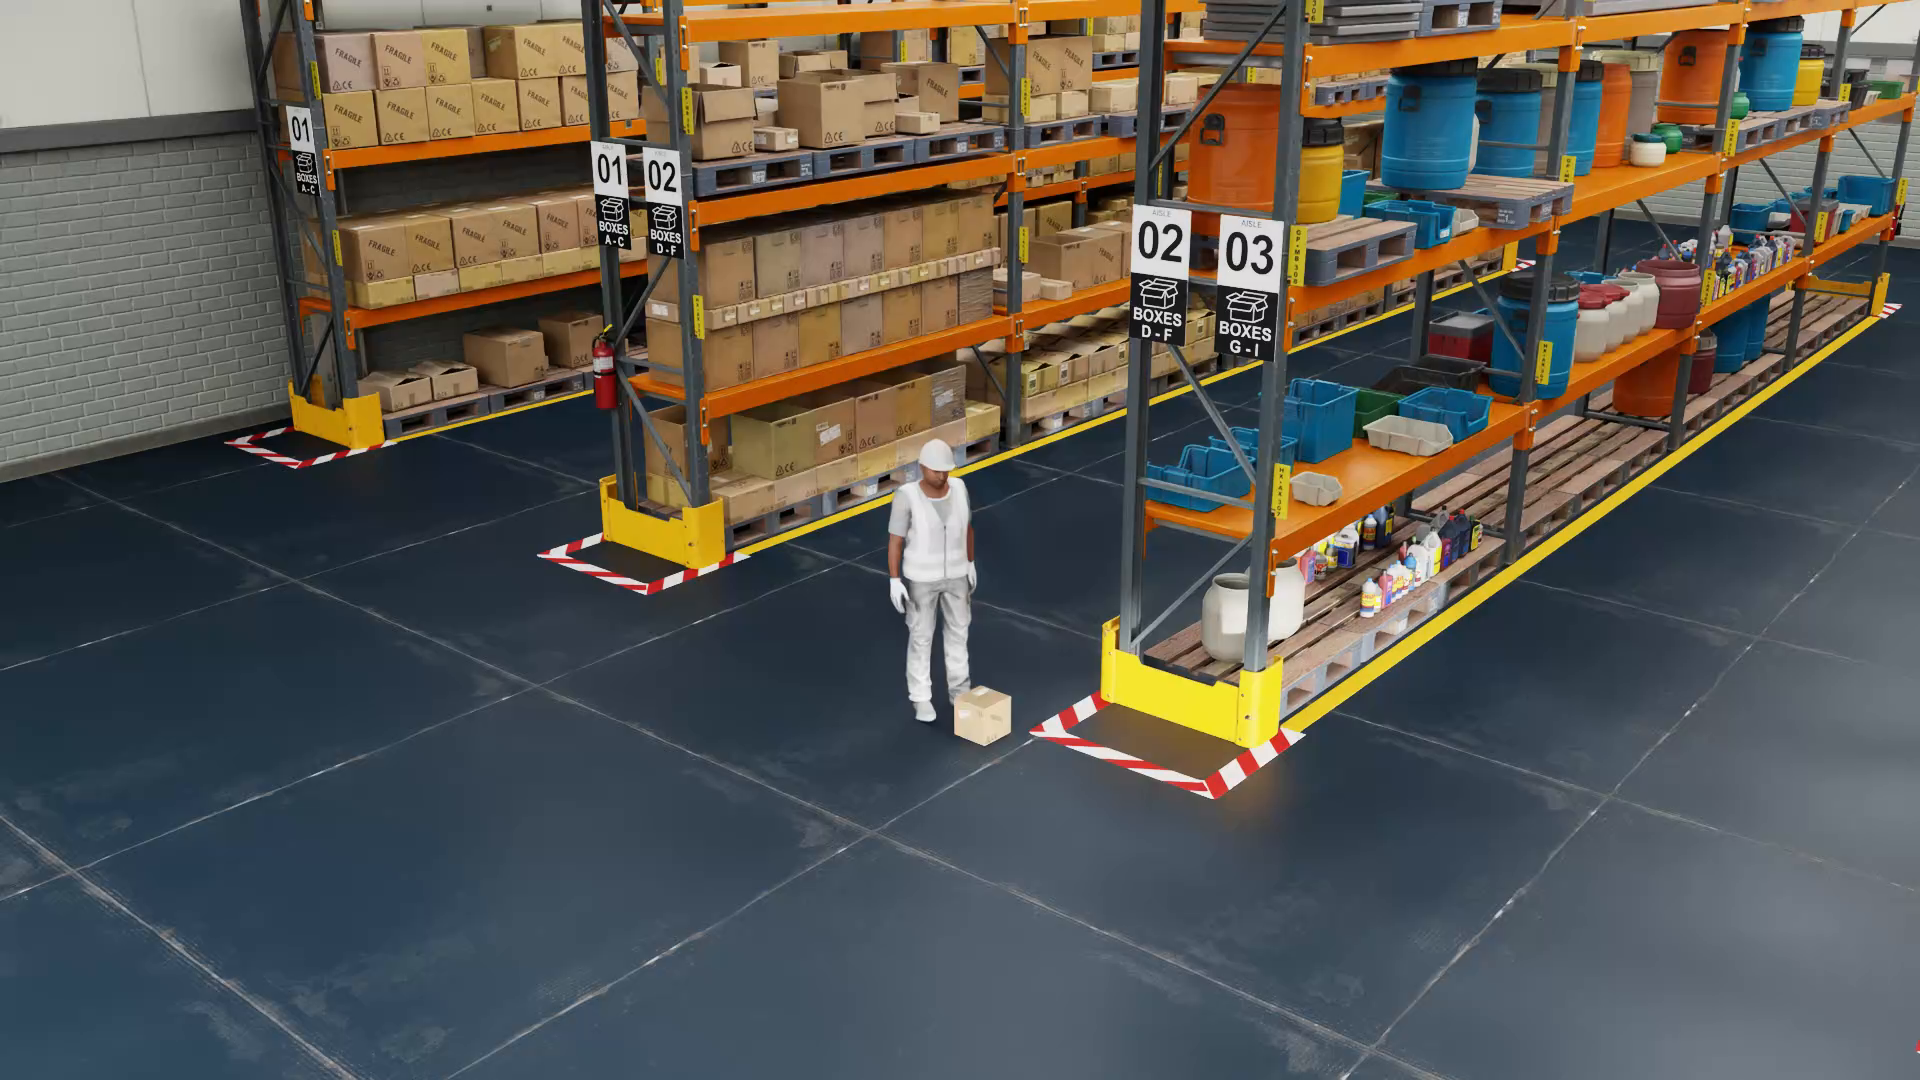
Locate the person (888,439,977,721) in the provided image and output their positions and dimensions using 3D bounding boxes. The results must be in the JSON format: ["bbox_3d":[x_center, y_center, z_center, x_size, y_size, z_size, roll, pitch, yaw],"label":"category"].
[{"bbox_3d":[-0.148,0.248,10.337,0.622,1.801,0.426,-9,22,-22],"label":"person"}]
